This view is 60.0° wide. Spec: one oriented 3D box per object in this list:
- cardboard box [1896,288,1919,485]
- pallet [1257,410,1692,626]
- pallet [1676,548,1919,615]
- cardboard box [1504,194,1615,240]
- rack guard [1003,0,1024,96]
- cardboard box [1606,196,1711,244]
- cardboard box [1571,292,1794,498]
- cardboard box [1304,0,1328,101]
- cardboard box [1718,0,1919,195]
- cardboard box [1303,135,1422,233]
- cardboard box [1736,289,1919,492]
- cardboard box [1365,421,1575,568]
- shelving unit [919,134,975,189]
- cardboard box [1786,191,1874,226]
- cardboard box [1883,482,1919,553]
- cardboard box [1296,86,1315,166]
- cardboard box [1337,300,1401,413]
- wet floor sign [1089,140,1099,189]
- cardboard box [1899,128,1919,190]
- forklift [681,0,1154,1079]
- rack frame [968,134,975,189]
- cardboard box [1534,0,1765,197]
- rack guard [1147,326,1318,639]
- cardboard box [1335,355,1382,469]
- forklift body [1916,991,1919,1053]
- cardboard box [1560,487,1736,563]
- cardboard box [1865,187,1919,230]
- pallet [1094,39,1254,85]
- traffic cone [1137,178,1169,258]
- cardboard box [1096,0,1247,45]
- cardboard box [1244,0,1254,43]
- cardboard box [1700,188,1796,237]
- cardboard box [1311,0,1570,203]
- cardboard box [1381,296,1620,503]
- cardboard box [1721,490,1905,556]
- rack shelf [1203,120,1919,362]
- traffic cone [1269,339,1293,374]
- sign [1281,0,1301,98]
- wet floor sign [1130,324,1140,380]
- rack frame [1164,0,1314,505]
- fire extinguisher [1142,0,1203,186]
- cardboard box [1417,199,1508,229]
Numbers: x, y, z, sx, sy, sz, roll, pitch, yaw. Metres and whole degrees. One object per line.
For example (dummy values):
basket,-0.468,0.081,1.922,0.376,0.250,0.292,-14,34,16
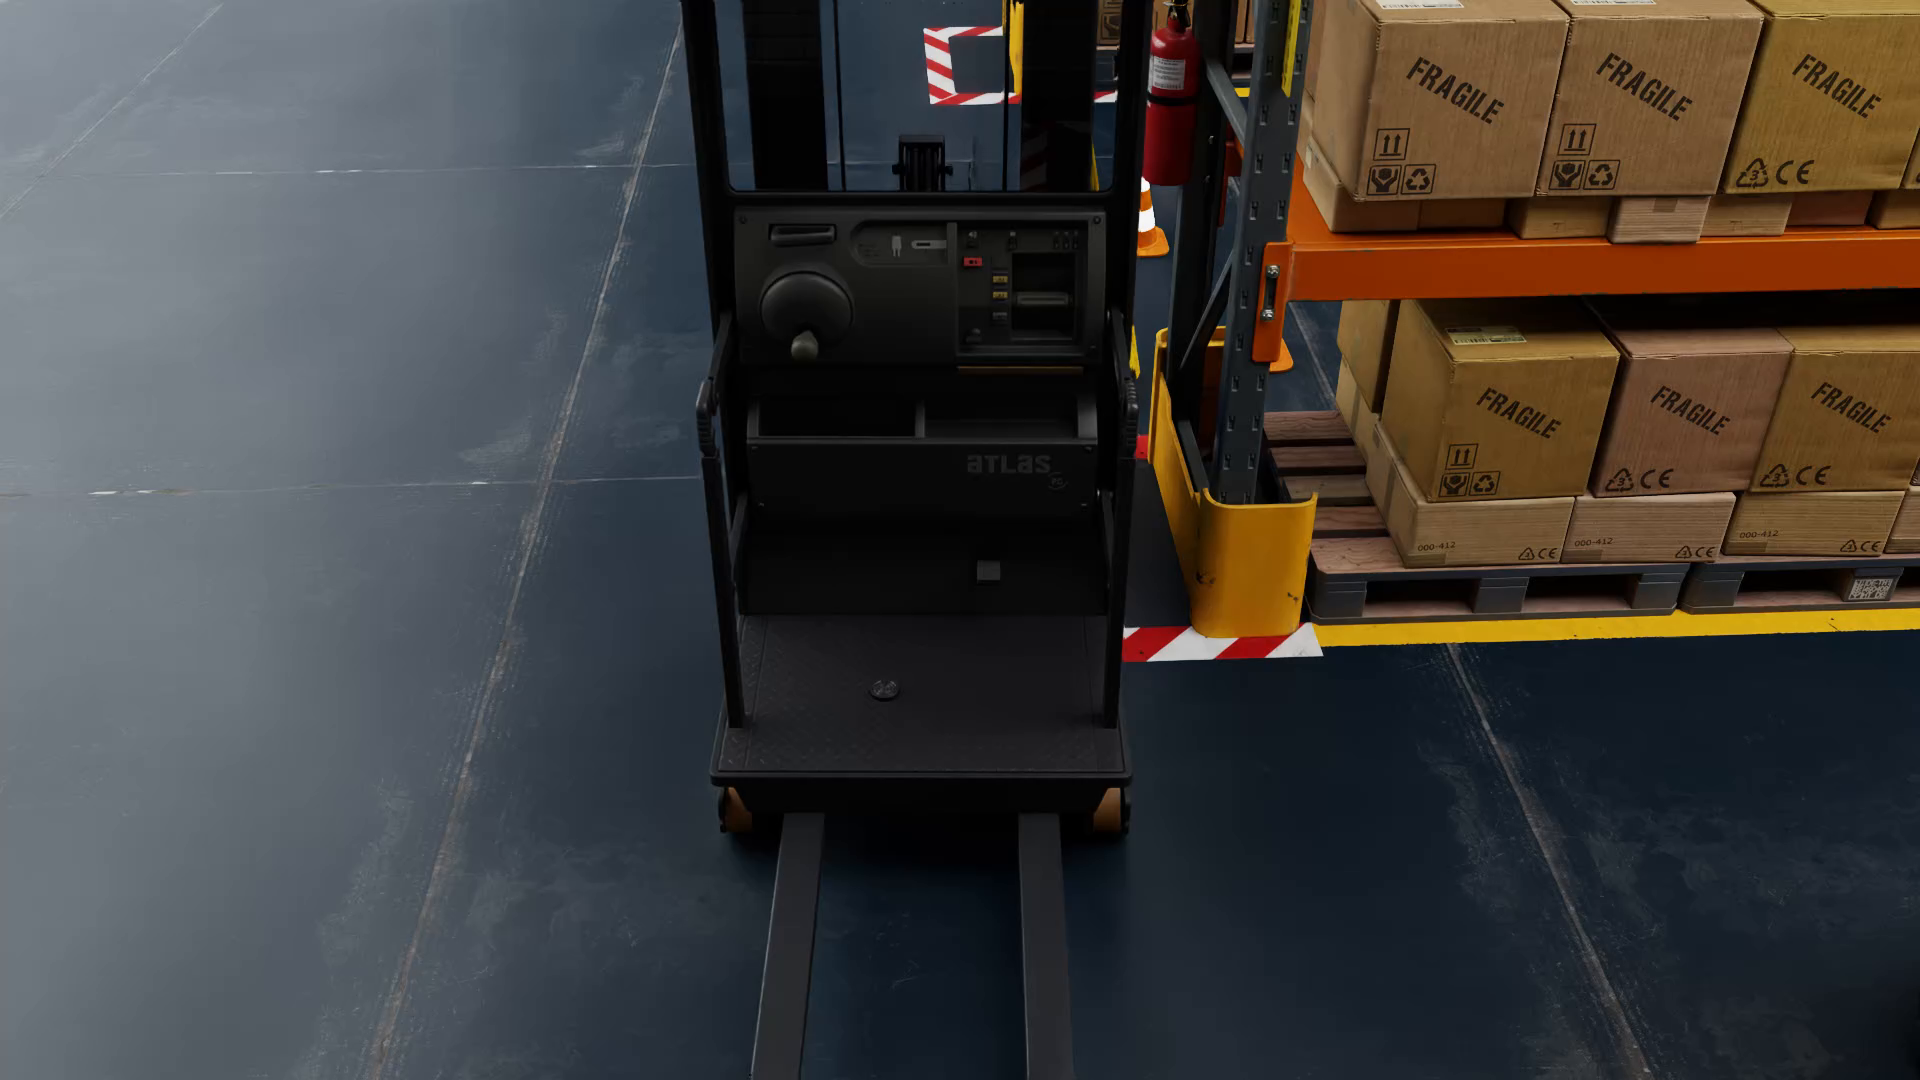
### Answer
cardboard box,3.219,-0.514,5.245,0.500,0.500,0.500,0,35,0
pallet,1.708,-0.111,5.725,1.213,0.211,1.003,-2,35,-2
pallet,2.924,-0.142,5.770,1.213,0.211,1.003,-2,35,-2
cardboard box,1.689,-1.018,4.806,0.250,0.149,0.380,-3,35,-4
rack guard,0.460,-3.036,9.698,0.348,0.500,1.175,-2,35,-2
cardboard box,1.944,-0.999,4.778,0.250,0.149,0.380,-1,35,-1
cardboard box,2.184,-0.486,5.205,0.500,0.500,0.500,-3,35,-4
cardboard box,1.348,-1.588,5.060,0.500,0.500,0.500,-2,35,-3
cardboard box,2.332,-1.302,4.647,0.500,0.500,0.500,-2,35,-3
cardboard box,1.168,-1.042,4.840,0.250,0.149,0.380,-1,35,-2
cardboard box,2.685,-0.495,5.218,0.500,0.500,0.500,-1,35,-1
cardboard box,1.638,-0.160,5.393,0.500,0.250,0.500,-2,35,-3
shelving unit,-0.046,-0.816,5.873,0.189,1.200,0.258,2,35,4
cardboard box,2.462,-1.066,4.875,0.250,0.149,0.380,0,35,-1
cardboard box,3.197,-0.204,5.456,0.500,0.250,0.500,-1,35,-1
cardboard box,1.183,-1.282,5.187,0.250,0.149,0.380,0,35,-1
cardboard box,1.607,-0.774,5.621,0.500,0.500,0.500,-1,35,-2
wet floor sign,0.549,-1.970,8.030,0.232,0.644,0.267,-7,35,-10
cardboard box,2.839,-1.321,4.673,0.500,0.500,0.500,-2,35,-3
forklift,-0.098,-0.577,4.008,1.130,2.935,3.031,0,35,0
rack frame,0.046,-0.813,5.866,0.006,1.200,0.240,2,35,4
cardboard box,1.823,-1.288,4.626,0.500,0.500,0.500,-1,35,-1
rack guard,0.895,-0.228,5.640,0.348,0.500,1.175,-2,35,-2
cardboard box,1.638,-0.471,5.842,0.500,0.250,0.500,-2,35,-2
forklift body,2.866,0.829,2.663,1.214,2.155,2.313,-2,35,-2
cardboard box,2.148,-0.170,5.407,0.500,0.250,0.500,0,35,-1
cardboard box,2.727,-1.056,4.861,0.250,0.149,0.380,-2,35,-3
pallet,1.279,-2.984,9.876,1.213,0.211,1.003,-2,35,-2
traffic cone,0.796,-1.577,7.622,0.334,0.463,0.336,-2,35,-2
cardboard box,1.158,-3.420,9.553,0.875,0.875,0.875,-1,35,-2
cardboard box,2.037,-3.444,9.589,0.875,0.875,0.875,-2,35,-3
cardboard box,2.201,-1.025,4.815,0.250,0.149,0.380,-1,35,-1
cardboard box,1.305,-1.272,4.603,0.500,0.500,0.500,-2,35,-3
cardboard box,1.662,-0.470,5.181,0.500,0.500,0.500,-3,35,-4
cardboard box,2.693,-0.192,5.438,0.500,0.250,0.500,1,35,1
rack shelf,2.817,-1.012,5.208,4.000,0.370,1.077,-2,35,-2
traffic cone,1.188,-0.955,6.724,0.334,0.463,0.336,-2,35,-2
sign,0.845,-1.301,4.234,0.005,0.325,0.100,-2,35,-2
wet floor sign,0.579,-0.889,6.467,0.232,0.644,0.267,10,36,14
rack frame,0.819,-1.254,4.926,0.127,3.000,1.000,-2,35,-2
fire extinguisher,0.683,-1.481,5.322,0.183,0.674,0.296,-2,35,-2
cardboard box,1.420,-1.057,4.862,0.250,0.149,0.380,-1,35,-2
